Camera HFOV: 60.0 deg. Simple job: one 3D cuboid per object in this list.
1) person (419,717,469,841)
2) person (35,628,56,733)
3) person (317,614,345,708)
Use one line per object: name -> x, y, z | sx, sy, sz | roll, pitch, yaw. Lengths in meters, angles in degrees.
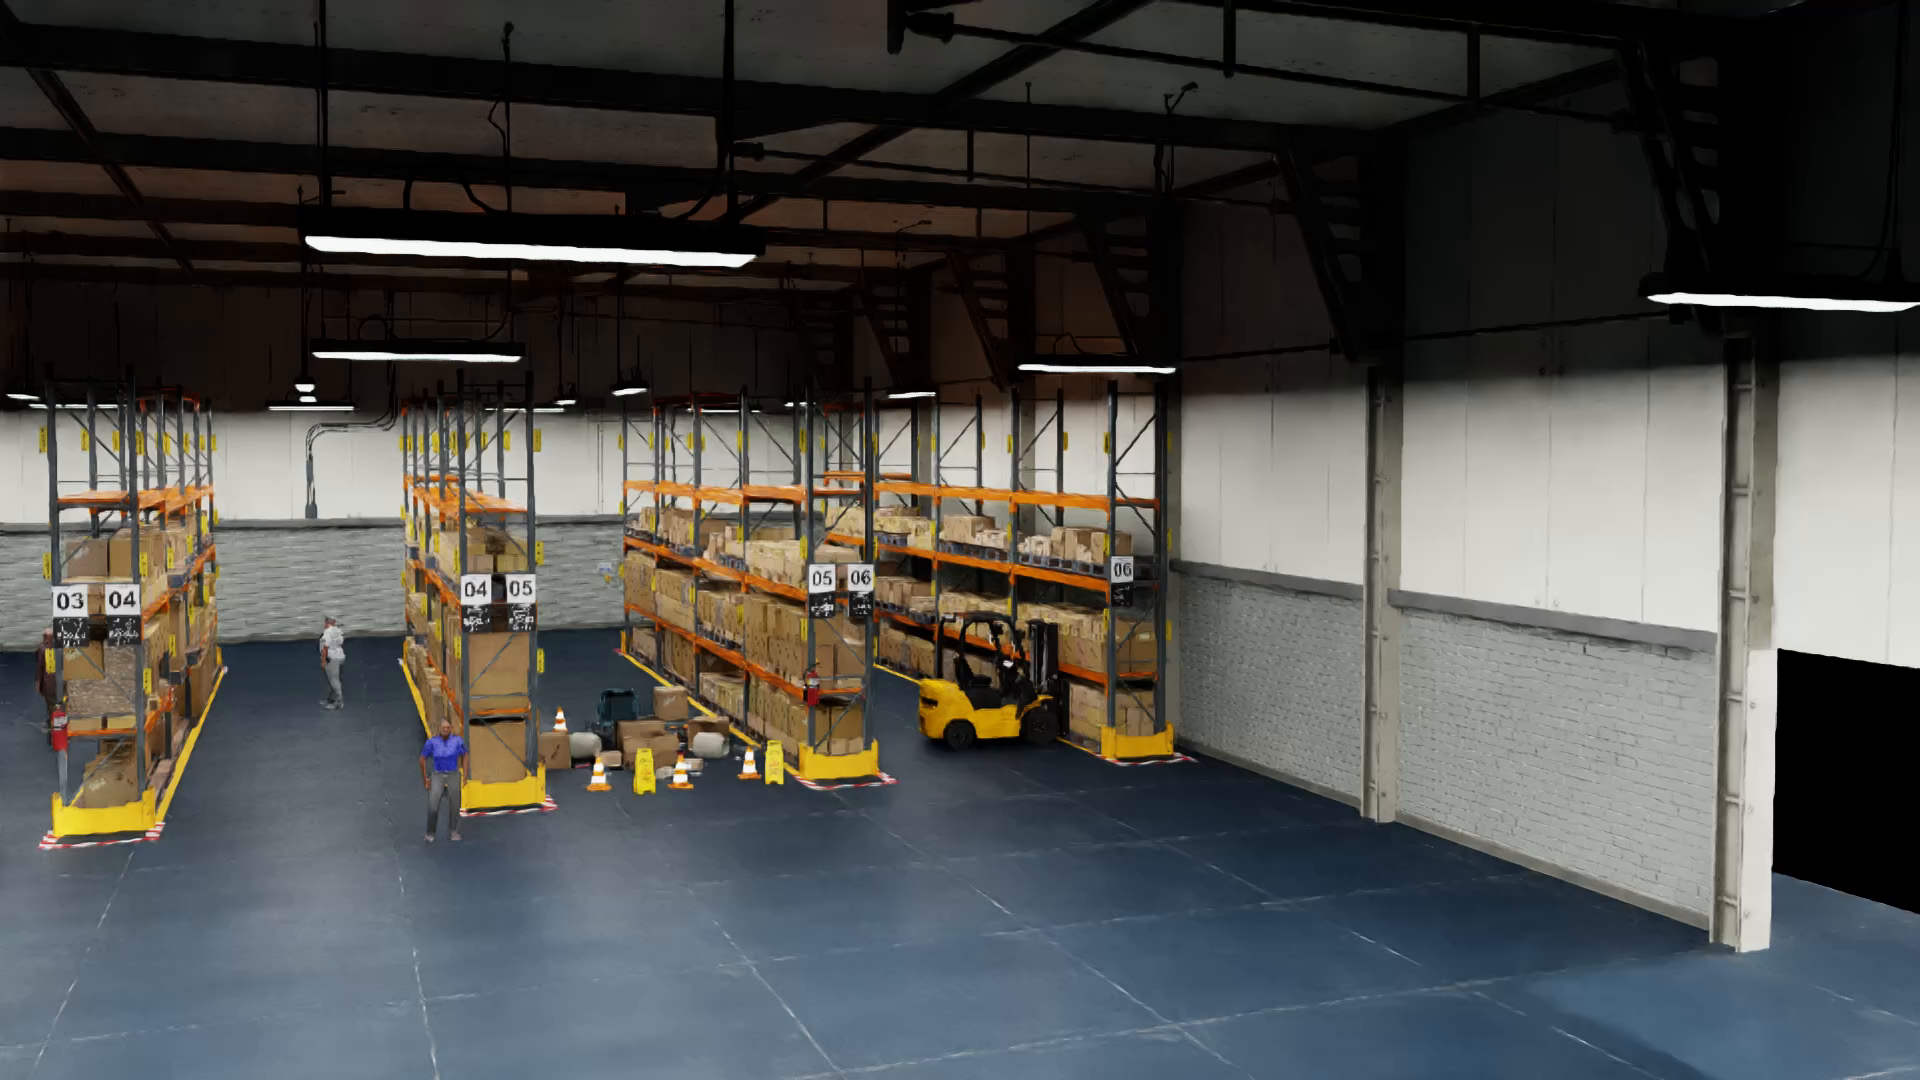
person -> -6.455, 2.997, 20.828 | 0.593, 1.589, 0.514 | -1, 4, -23
person -> -15.778, 2.414, 28.783 | 0.639, 1.773, 0.673 | 0, 3, 2
person -> -11.913, 2.276, 31.441 | 0.585, 1.746, 0.668 | 0, 3, 3
